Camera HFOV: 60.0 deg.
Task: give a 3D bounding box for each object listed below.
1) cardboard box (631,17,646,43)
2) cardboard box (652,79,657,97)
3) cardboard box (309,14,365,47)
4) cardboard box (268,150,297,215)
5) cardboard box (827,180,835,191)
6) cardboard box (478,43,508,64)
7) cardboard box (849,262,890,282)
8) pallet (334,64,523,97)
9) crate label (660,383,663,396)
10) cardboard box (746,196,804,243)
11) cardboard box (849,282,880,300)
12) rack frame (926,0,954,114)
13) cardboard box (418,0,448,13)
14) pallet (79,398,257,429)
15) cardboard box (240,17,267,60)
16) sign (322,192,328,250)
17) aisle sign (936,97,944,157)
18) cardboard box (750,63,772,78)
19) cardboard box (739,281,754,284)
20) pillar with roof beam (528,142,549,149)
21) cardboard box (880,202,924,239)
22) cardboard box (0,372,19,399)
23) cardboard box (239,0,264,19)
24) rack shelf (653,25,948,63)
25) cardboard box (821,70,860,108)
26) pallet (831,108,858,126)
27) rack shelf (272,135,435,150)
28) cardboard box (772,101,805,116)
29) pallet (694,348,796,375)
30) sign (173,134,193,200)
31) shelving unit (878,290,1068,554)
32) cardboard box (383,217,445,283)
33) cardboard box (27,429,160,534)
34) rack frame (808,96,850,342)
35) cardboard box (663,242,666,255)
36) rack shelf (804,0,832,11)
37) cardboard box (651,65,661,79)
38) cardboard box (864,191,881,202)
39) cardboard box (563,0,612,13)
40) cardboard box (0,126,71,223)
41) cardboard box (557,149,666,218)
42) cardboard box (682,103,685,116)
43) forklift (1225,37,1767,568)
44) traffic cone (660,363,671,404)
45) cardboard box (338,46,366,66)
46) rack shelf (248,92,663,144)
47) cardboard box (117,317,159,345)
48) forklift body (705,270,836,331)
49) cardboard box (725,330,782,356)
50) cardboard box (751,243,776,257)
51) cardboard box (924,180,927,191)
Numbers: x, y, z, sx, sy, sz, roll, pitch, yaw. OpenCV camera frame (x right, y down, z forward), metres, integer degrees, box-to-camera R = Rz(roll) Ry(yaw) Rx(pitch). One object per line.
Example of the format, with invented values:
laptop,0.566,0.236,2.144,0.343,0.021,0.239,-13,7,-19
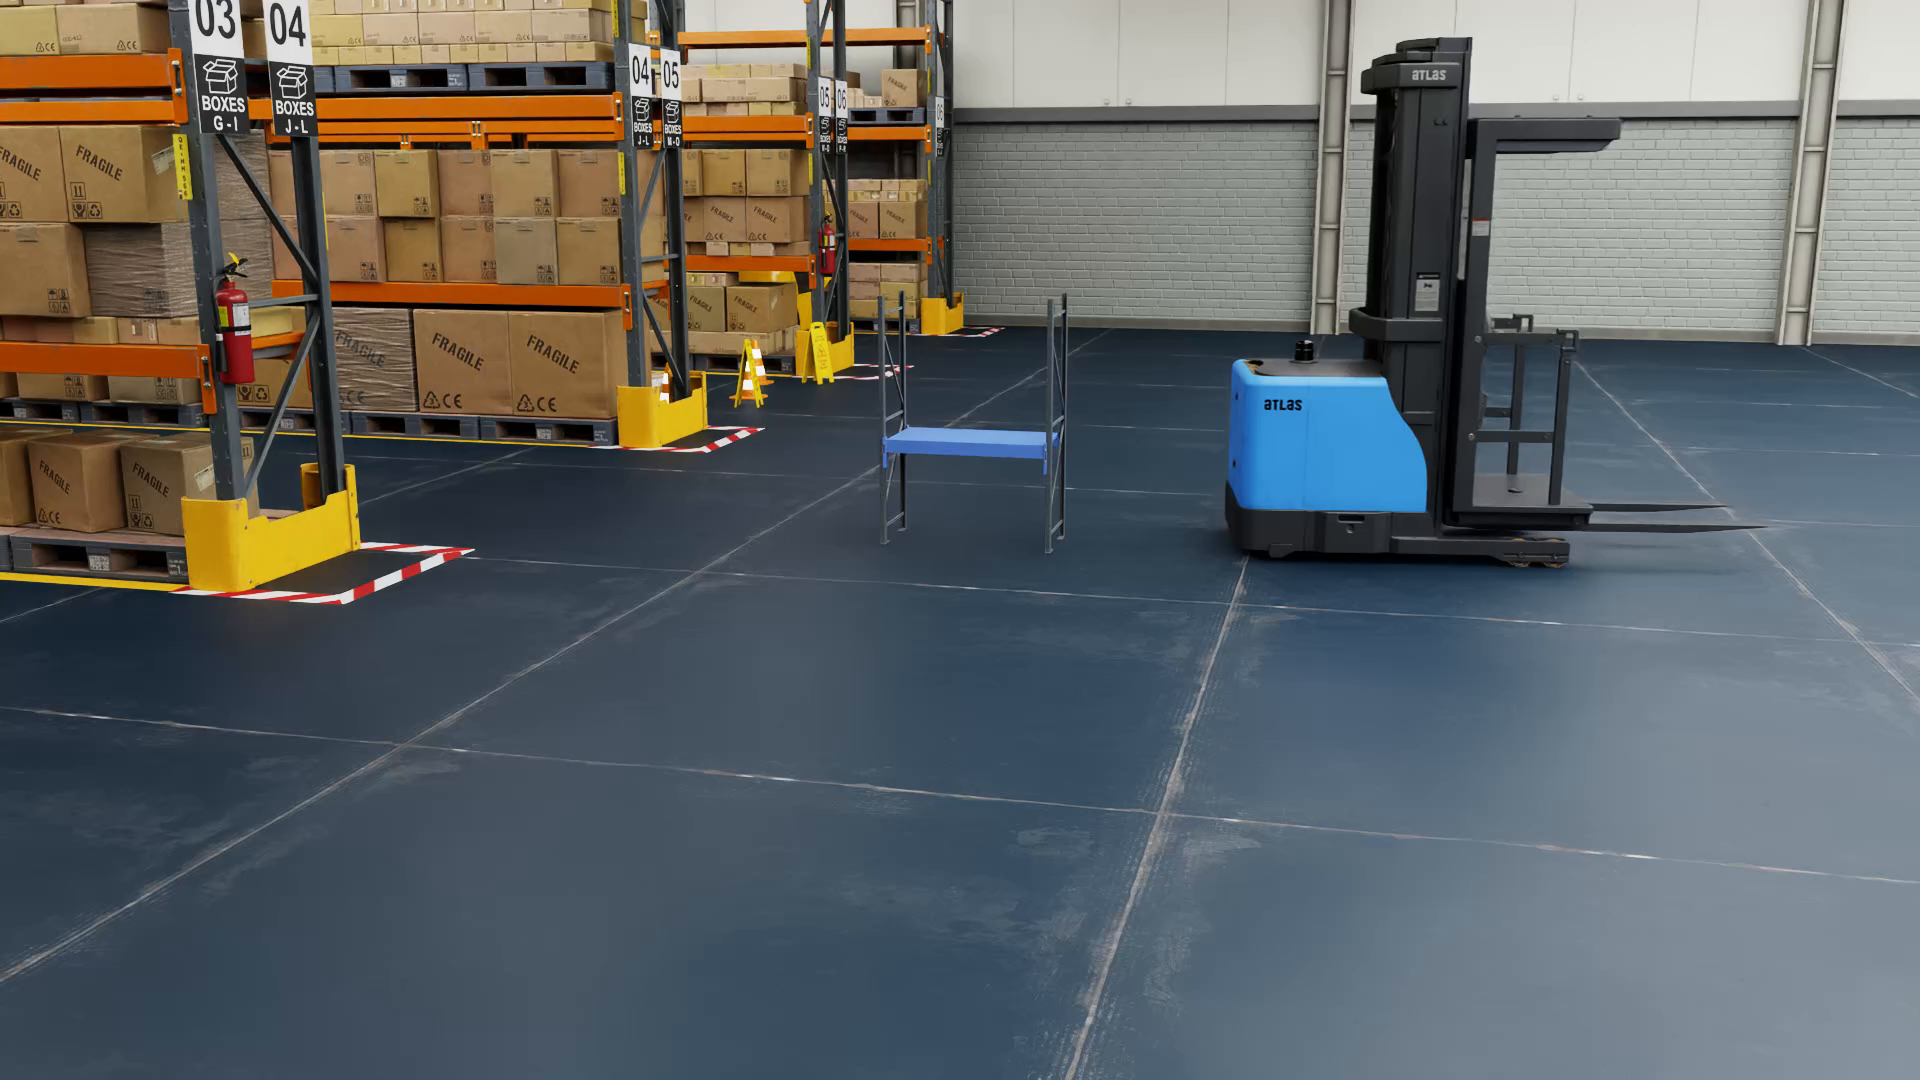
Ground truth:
cardboard box,-2.950,-4.214,13.836,0.500,0.250,0.500,3,13,13
cardboard box,-3.500,-4.975,18.467,0.500,0.250,0.500,3,13,14
cardboard box,-5.039,-4.206,13.801,0.500,0.250,0.500,3,13,13
cardboard box,-5.515,-3.122,14.542,0.550,0.550,0.875,3,13,14
cardboard box,-1.678,-4.953,23.217,0.250,0.149,0.380,3,13,15
cardboard box,-3.686,-3.926,13.458,0.250,0.149,0.380,3,13,14
cardboard box,-1.288,-3.769,23.368,0.500,0.250,0.500,3,13,15
pallet,-4.454,-3.865,14.009,1.213,0.211,1.003,3,13,14
crate label,-2.896,-1.521,16.774,0.298,0.136,0.250,-4,13,-16
cardboard box,-2.048,-3.555,18.415,0.500,0.500,0.500,3,13,13
cardboard box,-1.301,-3.529,23.441,0.500,0.250,0.500,3,13,13
rack frame,-0.269,-7.364,22.648,0.127,3.000,1.000,3,13,14
cardboard box,-4.186,-4.342,13.491,0.250,0.149,0.380,3,13,13
pallet,-7.194,-1.215,15.224,1.213,0.211,1.003,3,13,14
cardboard box,-4.235,-2.777,9.248,0.500,0.250,0.500,3,13,15
sign,-3.700,-1.844,9.620,0.005,0.325,0.100,3,13,14
aisle sign,-0.276,-5.639,22.723,0.004,0.787,0.394,3,13,14
cardboard box,-2.095,-5.099,18.104,0.250,0.149,0.380,3,13,15
cardboard box,-2.704,-2.747,19.337,0.500,0.500,0.500,3,13,11
pillar with roof beam,-7.586,-6.995,20.988,0.400,9.000,9.100,3,13,14
cardboard box,-0.810,-4.454,23.153,0.500,0.500,0.500,3,13,12
cardboard box,-8.891,-1.771,15.517,0.750,0.750,1.050,3,13,14
cardboard box,-4.041,-2.956,9.131,0.250,0.149,0.380,3,13,13
rack shelf,-2.211,-6.921,23.237,4.000,0.370,1.077,3,13,14
cardboard box,-1.728,-6.248,23.113,0.500,0.500,0.700,3,13,14
pallet,-2.138,-5.961,23.456,1.213,0.211,1.003,3,13,14
rack shelf,-9.978,-6.067,25.390,4.000,0.370,1.077,3,13,14
cardboard box,-1.868,-4.692,18.113,0.250,0.149,0.380,3,13,14
pallet,-2.309,-2.083,19.136,1.213,0.211,1.003,3,13,14
sign,-3.982,-1.911,8.518,0.005,0.325,0.100,3,13,14
shelving unit,0.083,-0.728,10.051,1.048,1.500,0.538,3,13,14
cardboard box,-4.491,-2.526,14.347,0.500,0.550,0.875,3,13,14
cardboard box,-5.020,-0.351,9.694,0.500,0.500,0.500,7,14,28
rack frame,-1.455,-3.391,18.592,0.127,3.000,1.000,3,13,14
cardboard box,-3.349,-3.326,18.880,0.250,0.149,0.380,3,13,14
rack shelf,-3.397,-6.071,18.489,4.000,0.370,1.077,3,13,14
cardboard box,-3.351,-5.150,18.334,0.250,0.149,0.380,3,13,15
cardboard box,-1.166,-4.793,23.183,0.250,0.149,0.380,3,13,15
cardboard box,-2.951,-4.276,13.194,0.250,0.149,0.380,3,13,14
cardboard box,-4.909,-1.990,9.054,0.500,0.500,0.500,3,13,14
cardboard box,-2.894,-2.973,13.867,0.550,0.550,0.875,3,13,14
cardboard box,-3.105,-4.765,18.439,0.250,0.149,0.380,3,13,12
forklift,3.158,-1.390,9.734,3.031,2.935,1.130,1,13,4
traffic cone,-2.718,-1.432,15.622,0.334,0.463,0.336,3,13,14
cardboard box,-4.917,-3.992,13.755,0.250,0.149,0.380,3,13,14
rack shelf,-4.485,-3.562,14.098,4.000,0.370,1.077,3,13,14
cardboard box,-4.398,-1.169,9.157,0.250,0.149,0.380,3,13,14
forklift body,-2.548,-3.735,22.104,1.214,2.155,2.313,3,13,14
cardboard box,-2.328,-2.240,18.784,0.500,0.250,0.500,3,13,13
cardboard box,-2.142,-3.233,18.458,0.250,0.149,0.380,3,13,13
cardboard box,-0.544,-5.008,23.466,0.250,0.149,0.380,3,13,12
